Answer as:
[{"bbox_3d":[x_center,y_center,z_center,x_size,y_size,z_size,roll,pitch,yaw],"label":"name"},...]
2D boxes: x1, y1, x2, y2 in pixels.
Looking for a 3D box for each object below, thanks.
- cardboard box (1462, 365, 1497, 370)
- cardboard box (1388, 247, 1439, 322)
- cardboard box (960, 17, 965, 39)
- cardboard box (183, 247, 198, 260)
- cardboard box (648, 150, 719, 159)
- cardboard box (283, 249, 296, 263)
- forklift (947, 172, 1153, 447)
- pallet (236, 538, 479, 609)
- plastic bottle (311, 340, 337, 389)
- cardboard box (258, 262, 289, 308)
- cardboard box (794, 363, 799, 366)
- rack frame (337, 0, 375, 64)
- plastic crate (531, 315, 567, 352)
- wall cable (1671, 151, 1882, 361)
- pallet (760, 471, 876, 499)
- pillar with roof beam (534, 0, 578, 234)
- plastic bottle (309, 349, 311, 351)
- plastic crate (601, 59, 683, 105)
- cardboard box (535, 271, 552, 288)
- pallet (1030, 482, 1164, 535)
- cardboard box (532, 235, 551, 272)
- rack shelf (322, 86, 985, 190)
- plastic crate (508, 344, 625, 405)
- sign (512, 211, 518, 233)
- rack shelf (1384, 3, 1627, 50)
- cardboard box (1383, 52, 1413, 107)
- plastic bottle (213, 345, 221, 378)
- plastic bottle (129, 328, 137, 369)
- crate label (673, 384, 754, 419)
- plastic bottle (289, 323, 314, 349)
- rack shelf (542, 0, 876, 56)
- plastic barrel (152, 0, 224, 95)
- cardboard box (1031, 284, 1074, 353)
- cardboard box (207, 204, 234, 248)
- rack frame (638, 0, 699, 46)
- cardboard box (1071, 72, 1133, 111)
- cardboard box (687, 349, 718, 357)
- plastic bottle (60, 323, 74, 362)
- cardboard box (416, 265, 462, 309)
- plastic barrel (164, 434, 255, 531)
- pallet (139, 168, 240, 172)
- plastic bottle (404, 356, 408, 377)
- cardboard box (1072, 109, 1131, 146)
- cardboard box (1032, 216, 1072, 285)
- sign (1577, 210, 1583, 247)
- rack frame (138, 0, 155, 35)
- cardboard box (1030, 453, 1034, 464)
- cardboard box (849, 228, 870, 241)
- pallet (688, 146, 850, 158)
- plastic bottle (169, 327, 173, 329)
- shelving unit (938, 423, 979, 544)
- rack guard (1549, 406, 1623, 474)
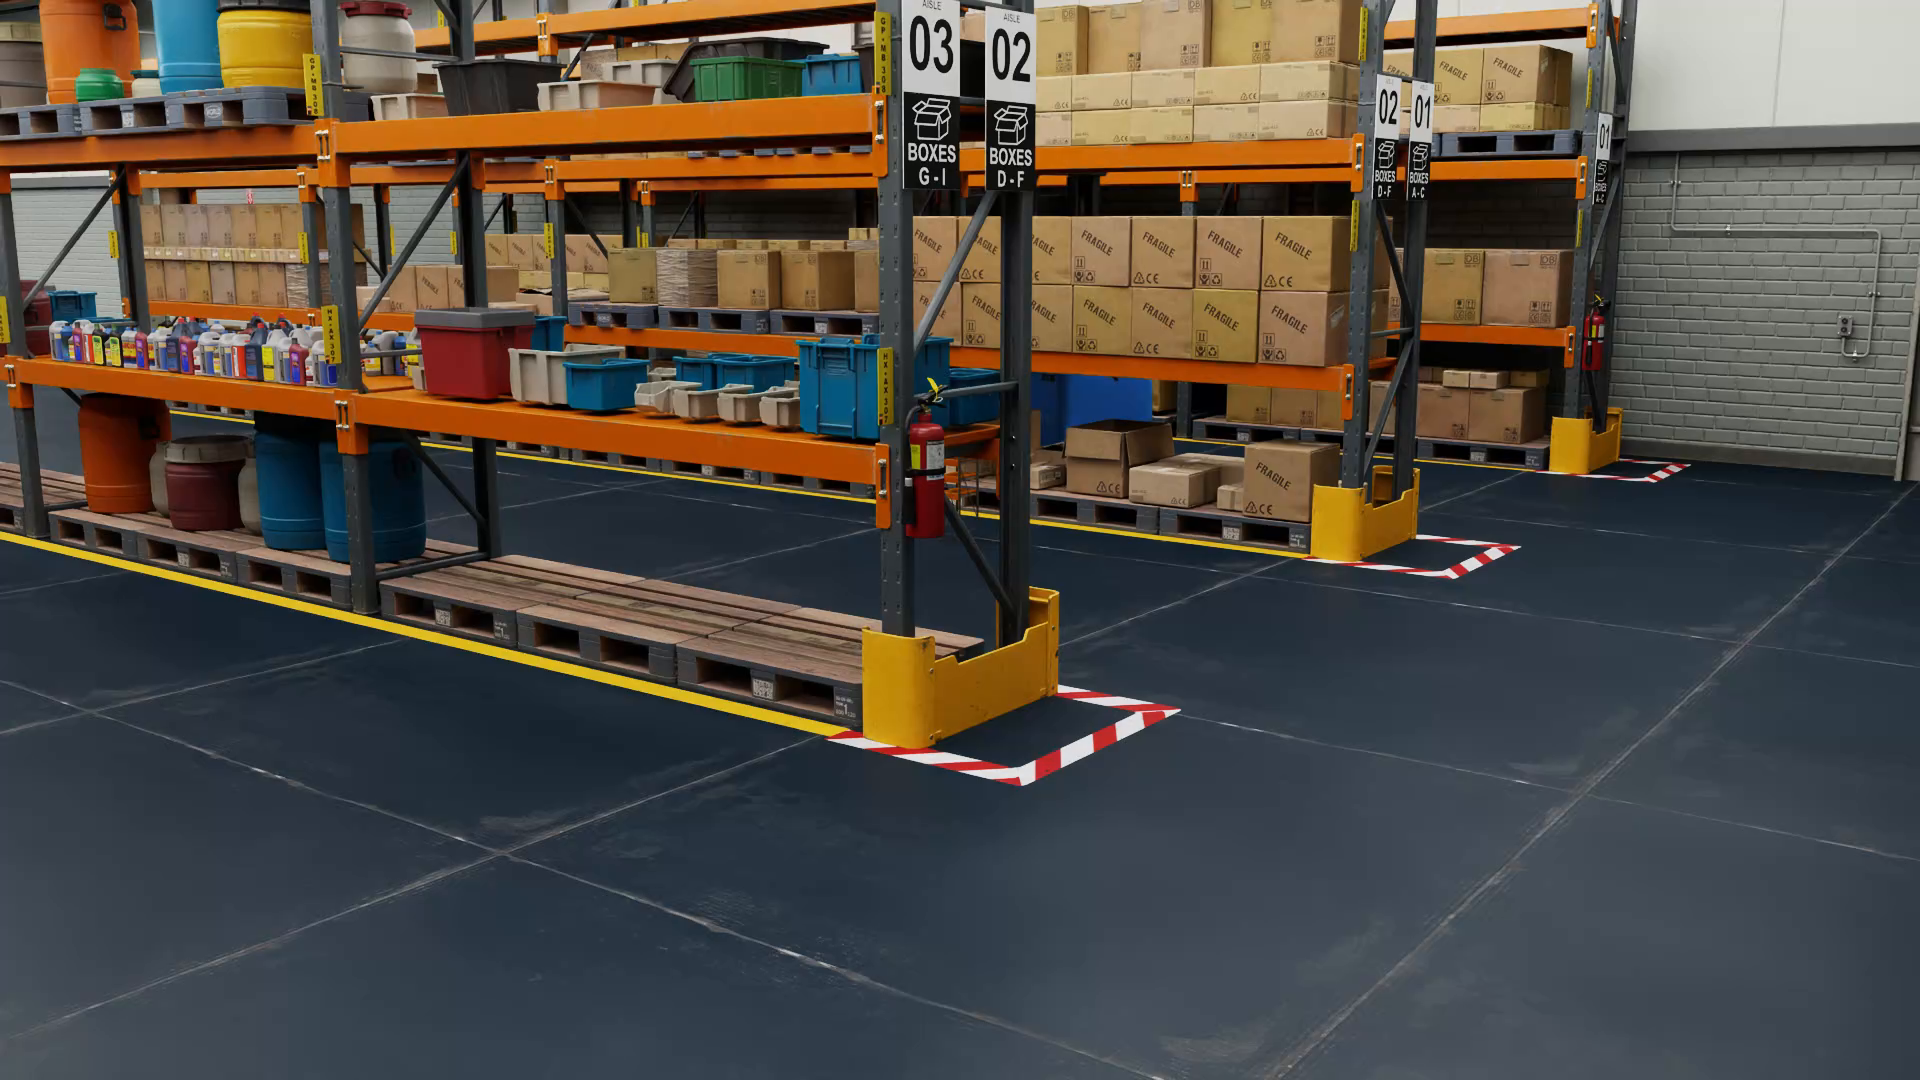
[{"bbox_3d":[5.047,-1.610,16.223,0.250,0.149,0.380,8,14,36],"label":"cardboard box"},{"bbox_3d":[4.241,-2.546,16.505,0.700,0.700,0.980,7,13,33],"label":"cardboard box"},{"bbox_3d":[0.122,-3.831,13.141,0.500,0.500,0.700,8,13,36],"label":"cardboard box"},{"bbox_3d":[-8.943,-3.391,19.688,0.250,0.149,0.380,7,13,34],"label":"cardboard box"},{"bbox_3d":[-2.315,-3.679,14.987,0.500,0.500,0.910,8,13,36],"label":"cardboard box"},{"bbox_3d":[-7.285,-3.160,18.494,0.250,0.149,0.380,8,13,34],"label":"cardboard box"},{"bbox_3d":[0.560,-2.212,15.747,1.130,2.935,3.031,-6,13,-30],"label":"forklift"},{"bbox_3d":[-3.825,0.167,10.611,1.213,0.211,1.003,8,13,36],"label":"pallet"},{"bbox_3d":[-3.737,-1.043,9.850,0.135,0.276,0.152,8,13,36],"label":"plastic bottle"},{"bbox_3d":[-7.531,-2.923,18.976,0.500,0.500,0.700,8,13,35],"label":"cardboard box"},{"bbox_3d":[-1.749,-1.484,15.253,0.500,0.250,0.500,8,13,34],"label":"cardboard box"},{"bbox_3d":[-6.741,-5.712,17.862,0.127,3.000,1.000,8,13,36],"label":"rack frame"},{"bbox_3d":[-2.650,-1.130,9.859,0.575,0.384,0.392,8,13,36],"label":"plastic crate"},{"bbox_3d":[7.452,-2.676,15.288,1.851,1.984,0.084,8,13,36],"label":"wall cable"},{"bbox_3d":[-0.971,-0.583,14.490,1.213,0.211,1.003,8,13,36],"label":"pallet"},{"bbox_3d":[-8.508,-6.315,20.980,0.400,9.000,9.100,8,13,36],"label":"pillar with roof beam"},{"bbox_3d":[-3.973,-1.069,10.179,0.097,0.201,0.097,0,11,0],"label":"plastic bottle"},{"bbox_3d":[-1.608,-2.370,8.799,0.530,0.282,0.437,8,13,36],"label":"plastic crate"},{"bbox_3d":[-5.590,-3.636,23.269,0.500,0.250,0.500,8,14,36],"label":"cardboard box"},{"bbox_3d":[1.247,-0.283,12.939,1.213,0.211,1.003,8,13,36],"label":"pallet"},{"bbox_3d":[-5.601,-4.007,23.213,0.500,0.500,0.500,8,14,37],"label":"cardboard box"},{"bbox_3d":[-1.616,-2.004,8.486,4.000,0.370,1.077,8,13,36],"label":"rack shelf"},{"bbox_3d":[-2.106,-0.880,8.837,0.530,0.282,0.437,8,13,36],"label":"plastic crate"},{"bbox_3d":[-6.691,-4.781,24.966,0.005,0.325,0.100,8,13,36],"label":"sign"},{"bbox_3d":[4.248,-4.797,16.079,4.000,0.370,1.077,8,13,36],"label":"rack shelf"},{"bbox_3d":[4.286,-4.354,15.794,0.500,0.500,0.500,7,13,33],"label":"cardboard box"},{"bbox_3d":[-4.656,-1.128,10.486,0.097,0.201,0.097,0,11,0],"label":"plastic bottle"},{"bbox_3d":[-5.472,-1.276,11.068,0.097,0.271,0.097,0,11,0],"label":"plastic bottle"},{"bbox_3d":[-1.232,-0.686,8.213,0.243,0.136,0.396,8,13,36],"label":"crate label"},{"bbox_3d":[-4.077,-1.160,10.259,0.185,0.351,0.144,8,13,36],"label":"plastic bottle"},{"bbox_3d":[-1.905,-4.488,14.481,4.000,0.370,1.077,8,13,36],"label":"rack shelf"},{"bbox_3d":[-4.694,-3.202,10.363,0.708,0.901,0.600,8,13,36],"label":"plastic barrel"},{"bbox_3d":[0.773,-1.703,12.674,0.500,0.500,0.500,8,13,35],"label":"cardboard box"},{"bbox_3d":[-8.316,-3.671,19.427,0.500,0.500,0.700,8,14,36],"label":"cardboard box"},{"bbox_3d":[-3.812,-6.471,21.784,0.127,3.000,1.000,8,13,36],"label":"rack frame"},{"bbox_3d":[1.155,-3.249,12.106,0.500,0.250,0.500,8,13,36],"label":"cardboard box"},{"bbox_3d":[-3.209,-2.434,22.135,0.500,0.500,0.700,9,14,37],"label":"cardboard box"},{"bbox_3d":[-6.217,-1.380,11.605,0.097,0.271,0.097,0,11,0],"label":"plastic bottle"},{"bbox_3d":[-5.303,-2.611,17.366,0.500,0.500,0.500,8,14,36],"label":"cardboard box"},{"bbox_3d":[-5.137,-0.402,11.452,0.708,0.588,0.600,8,13,36],"label":"plastic barrel"},{"bbox_3d":[-9.410,-4.562,20.048,1.213,0.211,1.003,8,13,36],"label":"pallet"},{"bbox_3d":[-3.482,-1.143,10.565,0.097,0.201,0.097,0,11,0],"label":"plastic bottle"},{"bbox_3d":[1.160,-3.004,12.160,0.500,0.250,0.500,8,13,36],"label":"cardboard box"},{"bbox_3d":[0.750,-2.195,12.583,0.500,0.500,0.500,7,13,34],"label":"cardboard box"},{"bbox_3d":[5.528,-2.779,14.826,0.005,0.325,0.100,8,13,36],"label":"sign"},{"bbox_3d":[-9.965,-6.161,20.186,0.127,3.000,1.000,8,13,36],"label":"rack frame"},{"bbox_3d":[0.672,-0.630,13.735,0.250,0.149,0.380,8,13,36],"label":"cardboard box"},{"bbox_3d":[-1.152,-3.727,20.268,0.250,0.149,0.380,5,12,26],"label":"cardboard box"},{"bbox_3d":[-1.615,-3.448,14.550,1.003,0.211,1.213,8,13,36],"label":"pallet"},{"bbox_3d":[-5.791,-1.465,12.229,0.097,0.201,0.097,0,11,0],"label":"plastic bottle"},{"bbox_3d":[-0.012,-0.591,11.924,0.189,1.200,0.258,8,13,36],"label":"shelving unit"},{"bbox_3d":[5.880,-0.946,15.604,0.348,0.500,1.175,8,13,36],"label":"rack guard"}]
